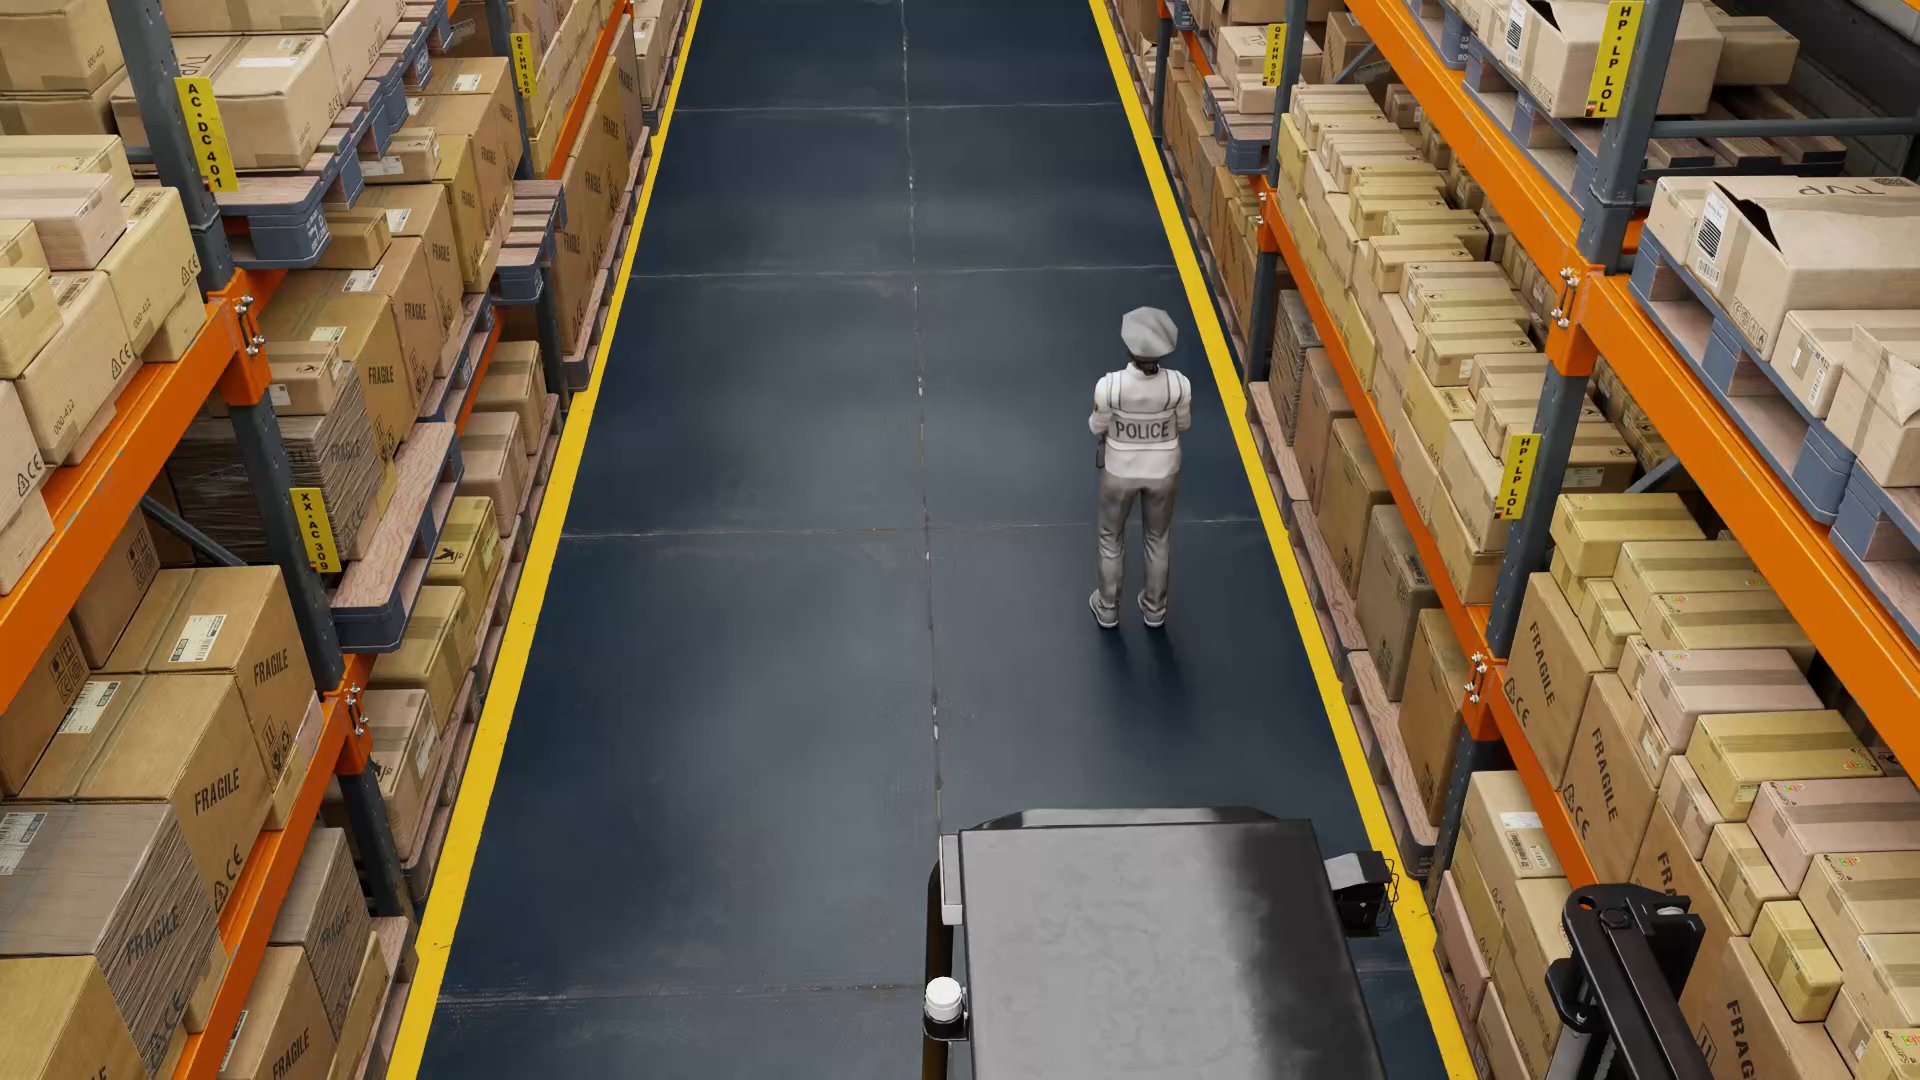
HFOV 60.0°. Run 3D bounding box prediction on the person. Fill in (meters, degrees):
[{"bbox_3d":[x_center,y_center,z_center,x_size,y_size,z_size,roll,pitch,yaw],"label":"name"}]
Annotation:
[{"bbox_3d":[0.813,-0.355,7.668,0.460,1.686,0.557,-1,35,-2],"label":"person"}]
